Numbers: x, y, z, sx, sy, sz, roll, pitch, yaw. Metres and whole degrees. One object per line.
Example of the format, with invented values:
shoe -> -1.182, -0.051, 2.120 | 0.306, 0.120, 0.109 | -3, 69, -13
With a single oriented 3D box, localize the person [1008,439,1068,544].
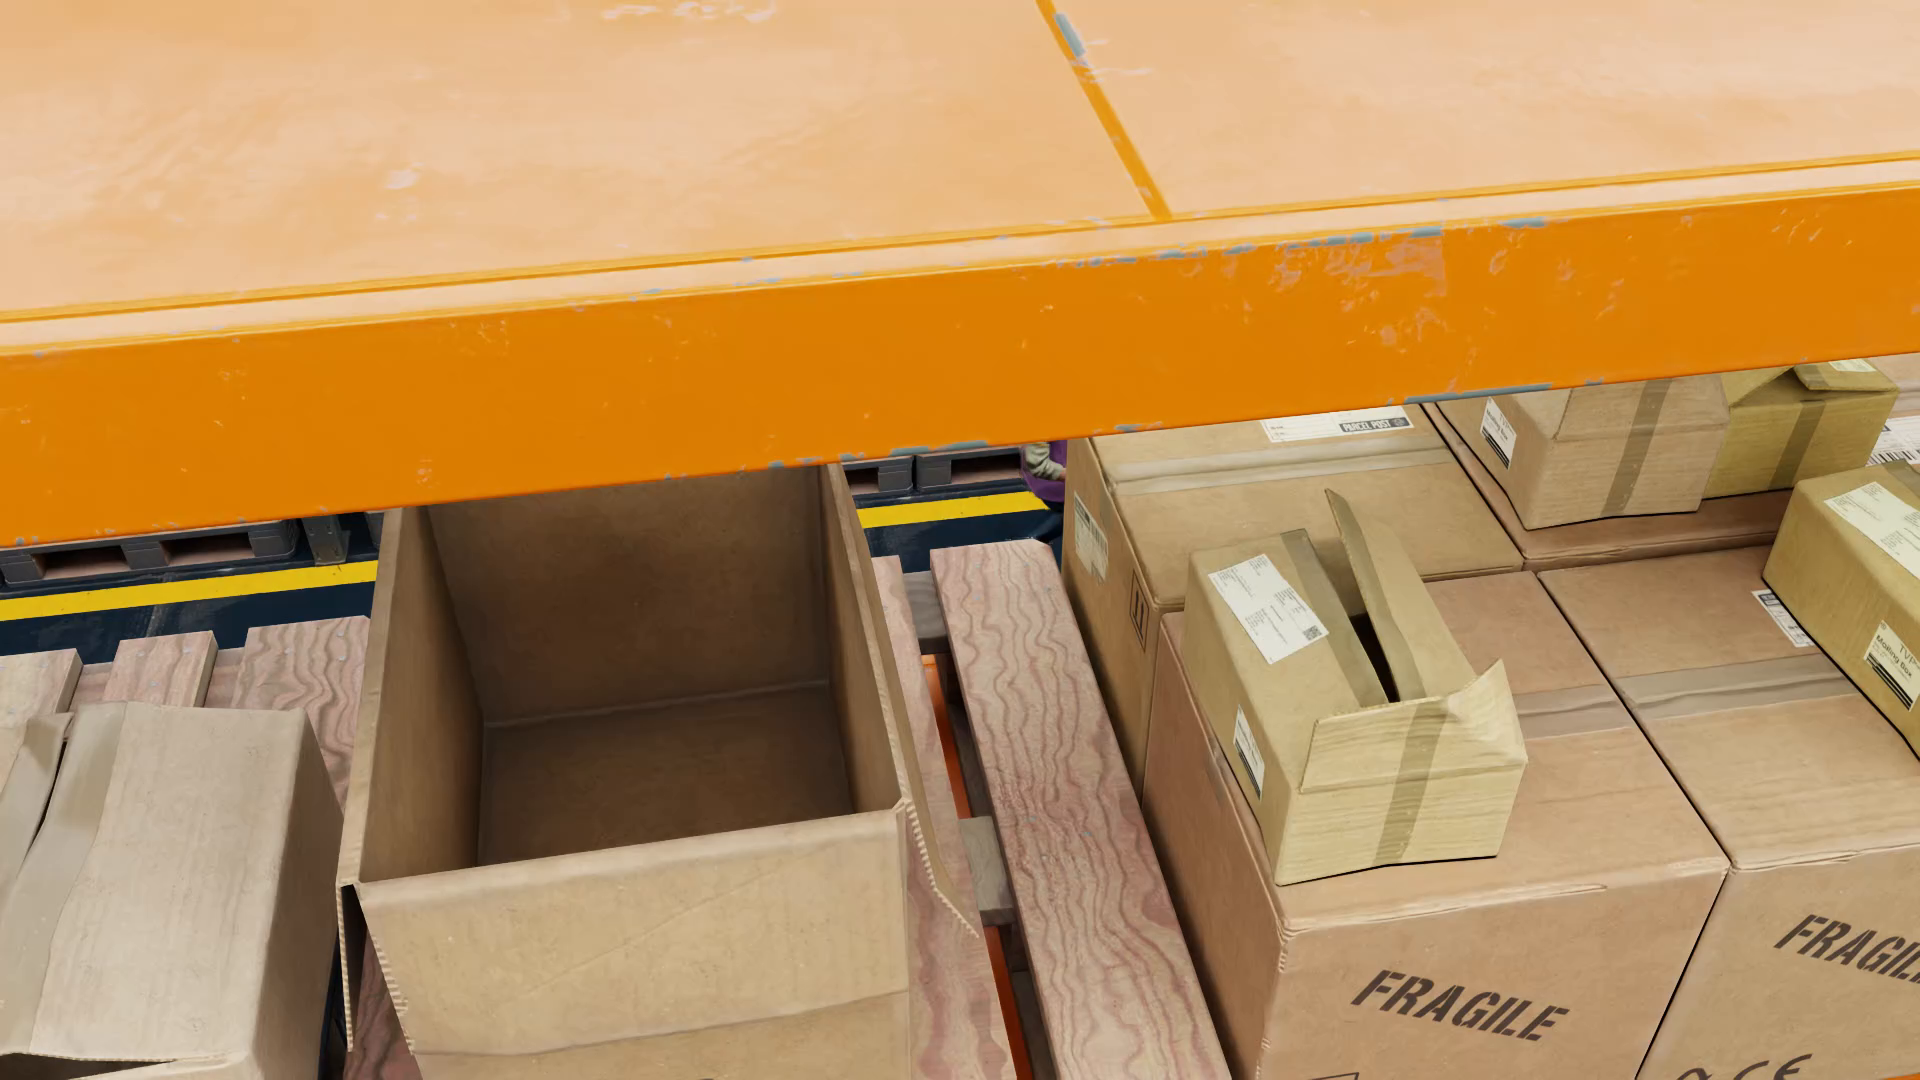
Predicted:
person -> 0.426, -0.260, 6.518 | 0.620, 1.537, 0.610 | -10, 40, -12
